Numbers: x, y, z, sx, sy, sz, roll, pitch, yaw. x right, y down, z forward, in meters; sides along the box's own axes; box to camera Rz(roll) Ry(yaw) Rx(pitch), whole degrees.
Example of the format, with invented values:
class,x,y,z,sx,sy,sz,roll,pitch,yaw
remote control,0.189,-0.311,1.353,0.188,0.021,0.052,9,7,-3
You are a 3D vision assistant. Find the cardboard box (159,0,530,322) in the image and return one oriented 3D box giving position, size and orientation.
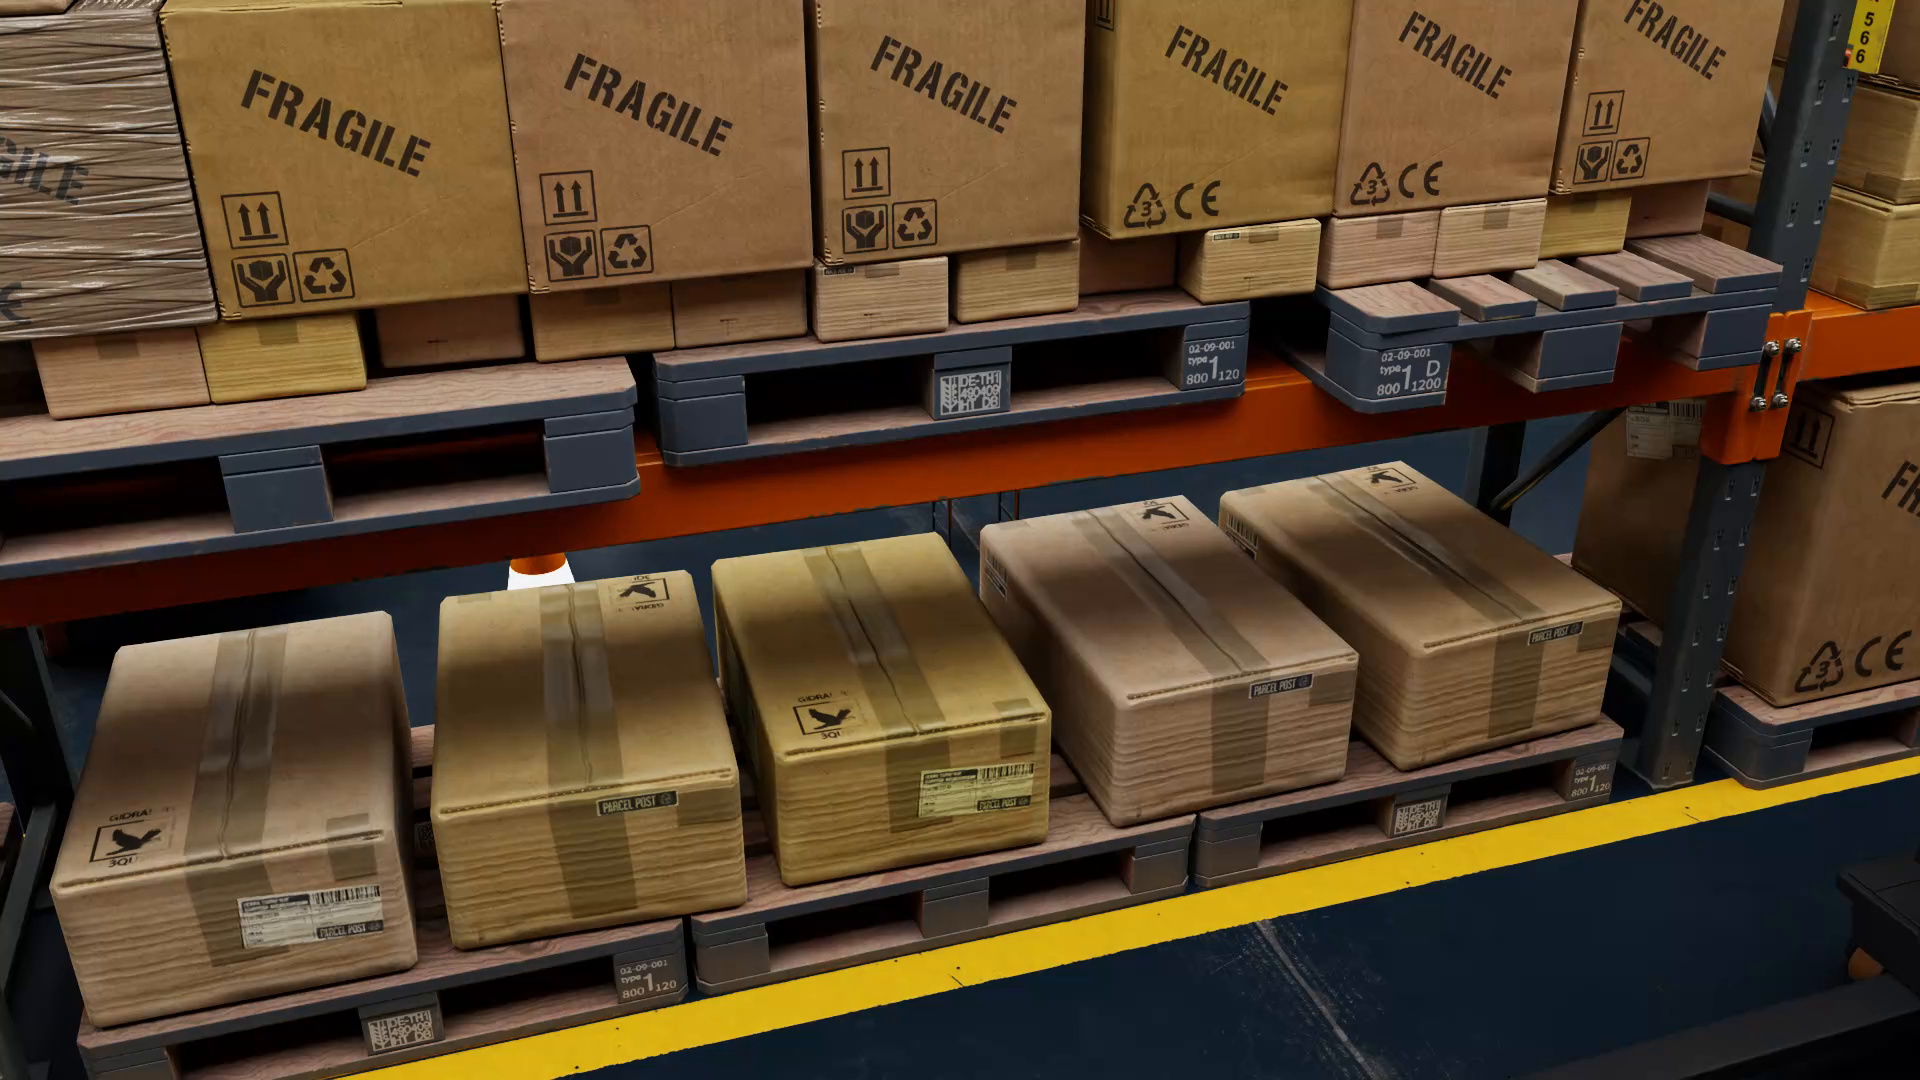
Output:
class,x,y,z,sx,sy,sz,roll,pitch,yaw
cardboard box,-1.053,-0.720,2.909,0.500,0.500,0.500,-8,28,-16

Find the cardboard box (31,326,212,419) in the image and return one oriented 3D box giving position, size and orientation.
class,x,y,z,sx,sy,sz,roll,pitch,yaw
cardboard box,-1.440,-0.360,2.912,0.250,0.149,0.380,-8,27,-15

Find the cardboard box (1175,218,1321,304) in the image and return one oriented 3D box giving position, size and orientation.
class,x,y,z,sx,sy,sz,roll,pitch,yaw
cardboard box,0.543,-0.627,3.451,0.250,0.149,0.380,-8,27,-15

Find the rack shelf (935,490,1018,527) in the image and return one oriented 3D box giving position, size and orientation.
class,x,y,z,sx,sy,sz,roll,pitch,yaw
rack shelf,0.051,-0.219,5.660,0.240,0.259,0.215,-8,28,-16

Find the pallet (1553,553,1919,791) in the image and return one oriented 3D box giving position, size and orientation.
class,x,y,z,sx,sy,sz,roll,pitch,yaw
pallet,2.513,0.280,4.949,1.213,0.211,1.003,-8,28,-16

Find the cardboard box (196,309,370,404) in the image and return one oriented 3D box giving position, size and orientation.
class,x,y,z,sx,sy,sz,roll,pitch,yaw
cardboard box,-1.200,-0.391,2.974,0.250,0.149,0.380,-8,27,-15

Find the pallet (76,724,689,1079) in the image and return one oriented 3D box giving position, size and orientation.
class,x,y,z,sx,sy,sz,roll,pitch,yaw
pallet,-1.324,0.799,3.902,1.213,0.211,1.003,-8,28,-16

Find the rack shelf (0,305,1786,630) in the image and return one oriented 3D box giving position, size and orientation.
class,x,y,z,sx,sy,sz,roll,pitch,yaw
rack shelf,-0.162,-0.295,3.780,4.000,0.370,1.077,-8,28,-16

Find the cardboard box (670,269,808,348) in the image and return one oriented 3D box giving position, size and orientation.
class,x,y,z,sx,sy,sz,roll,pitch,yaw
cardboard box,-0.461,-0.513,3.220,0.250,0.149,0.380,-8,28,-16

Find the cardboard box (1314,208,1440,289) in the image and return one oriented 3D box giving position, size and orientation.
class,x,y,z,sx,sy,sz,roll,pitch,yaw
cardboard box,0.801,-0.671,3.539,0.250,0.149,0.380,-10,28,-19

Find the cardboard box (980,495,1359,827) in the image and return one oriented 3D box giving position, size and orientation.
class,x,y,z,sx,sy,sz,roll,pitch,yaw
cardboard box,0.500,0.275,4.306,0.625,0.372,0.950,-9,28,-17

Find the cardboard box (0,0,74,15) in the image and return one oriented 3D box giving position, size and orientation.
class,x,y,z,sx,sy,sz,roll,pitch,yaw
cardboard box,-1.507,-0.914,2.568,0.250,0.149,0.380,-8,28,-16

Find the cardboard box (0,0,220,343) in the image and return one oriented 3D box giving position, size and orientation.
class,x,y,z,sx,sy,sz,roll,pitch,yaw
cardboard box,-1.529,-0.651,2.769,0.500,0.500,0.500,-8,27,-15

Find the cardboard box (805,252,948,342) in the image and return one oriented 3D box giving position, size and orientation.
class,x,y,z,sx,sy,sz,roll,pitch,yaw
cardboard box,-0.193,-0.528,3.250,0.250,0.149,0.380,-7,27,-14

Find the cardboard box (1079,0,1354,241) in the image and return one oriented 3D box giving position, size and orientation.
class,x,y,z,sx,sy,sz,roll,pitch,yaw
cardboard box,0.426,-0.933,3.336,0.500,0.500,0.500,-10,28,-20

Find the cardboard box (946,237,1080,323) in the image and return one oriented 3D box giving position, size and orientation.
class,x,y,z,sx,sy,sz,roll,pitch,yaw
cardboard box,0.052,-0.577,3.349,0.250,0.149,0.380,-9,28,-18

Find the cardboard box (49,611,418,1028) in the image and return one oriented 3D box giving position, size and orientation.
class,x,y,z,sx,sy,sz,roll,pitch,yaw
cardboard box,-1.566,0.574,3.704,0.625,0.372,0.950,-8,27,-15

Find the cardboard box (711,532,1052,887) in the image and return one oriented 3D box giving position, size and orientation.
class,x,y,z,sx,sy,sz,roll,pitch,yaw
cardboard box,-0.223,0.377,4.100,0.625,0.372,0.950,-7,27,-14

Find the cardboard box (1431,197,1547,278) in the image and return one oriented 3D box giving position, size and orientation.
class,x,y,z,sx,sy,sz,roll,pitch,yaw
cardboard box,1.043,-0.702,3.602,0.250,0.149,0.380,-8,28,-17

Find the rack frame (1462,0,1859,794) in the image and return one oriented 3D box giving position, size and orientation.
class,x,y,z,sx,sy,sz,roll,pitch,yaw
rack frame,1.740,-0.893,4.175,0.127,3.000,1.000,-8,28,-16

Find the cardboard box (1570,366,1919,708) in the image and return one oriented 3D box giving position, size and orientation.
class,x,y,z,sx,sy,sz,roll,pitch,yaw
cardboard box,2.422,-0.189,4.675,0.875,0.875,0.875,-8,28,-17

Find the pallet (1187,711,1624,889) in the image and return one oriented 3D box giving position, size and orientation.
class,x,y,z,sx,sy,sz,roll,pitch,yaw
pallet,0.996,0.463,4.579,1.213,0.211,1.003,-8,28,-16

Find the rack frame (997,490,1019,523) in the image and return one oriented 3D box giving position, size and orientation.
class,x,y,z,sx,sy,sz,roll,pitch,yaw
rack frame,0.167,-0.494,5.565,0.008,1.050,0.200,-8,28,-16

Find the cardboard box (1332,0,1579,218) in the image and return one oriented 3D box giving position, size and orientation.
class,x,y,z,sx,sy,sz,roll,pitch,yaw
cardboard box,0.905,-1.003,3.477,0.500,0.500,0.500,-9,28,-17

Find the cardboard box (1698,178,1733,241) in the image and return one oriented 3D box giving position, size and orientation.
class,x,y,z,sx,sy,sz,roll,pitch,yaw
cardboard box,2.140,-1.005,4.569,0.500,0.250,0.500,-9,28,-18

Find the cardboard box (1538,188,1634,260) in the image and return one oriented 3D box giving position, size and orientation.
class,x,y,z,sx,sy,sz,roll,pitch,yaw
cardboard box,1.268,-0.756,3.710,0.250,0.149,0.380,-8,27,-15

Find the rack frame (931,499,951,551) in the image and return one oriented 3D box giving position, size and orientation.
class,x,y,z,sx,sy,sz,roll,pitch,yaw
rack frame,-0.065,-0.461,5.498,0.008,1.050,0.200,-8,28,-16

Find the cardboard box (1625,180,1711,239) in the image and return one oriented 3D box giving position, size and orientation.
class,x,y,z,sx,sy,sz,roll,pitch,yaw
cardboard box,1.501,-0.824,3.846,0.250,0.149,0.380,-7,27,-14

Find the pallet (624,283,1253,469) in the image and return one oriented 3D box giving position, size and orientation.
class,x,y,z,sx,sy,sz,roll,pitch,yaw
pallet,-0.130,-0.517,3.633,1.213,0.211,1.003,-8,28,-16

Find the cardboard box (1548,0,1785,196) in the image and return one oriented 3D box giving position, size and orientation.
class,x,y,z,sx,sy,sz,roll,pitch,yaw
cardboard box,1.393,-1.079,3.630,0.500,0.500,0.500,-9,28,-18

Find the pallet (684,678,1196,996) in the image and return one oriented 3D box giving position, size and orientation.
class,x,y,z,sx,sy,sz,roll,pitch,yaw
pallet,-0.162,0.630,4.244,1.213,0.211,1.003,-8,28,-16

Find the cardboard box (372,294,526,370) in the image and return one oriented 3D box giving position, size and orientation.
class,x,y,z,sx,sy,sz,roll,pitch,yaw
cardboard box,-0.954,-0.462,3.117,0.250,0.149,0.380,-6,27,-13

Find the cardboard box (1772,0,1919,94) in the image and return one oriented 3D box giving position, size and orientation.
class,x,y,z,sx,sy,sz,roll,pitch,yaw
cardboard box,2.284,-1.350,3.859,0.500,0.500,0.500,-9,28,-18

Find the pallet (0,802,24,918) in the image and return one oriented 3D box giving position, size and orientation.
class,x,y,z,sx,sy,sz,roll,pitch,yaw
pallet,-2.691,1.015,3.469,1.213,0.211,1.003,-8,28,-16

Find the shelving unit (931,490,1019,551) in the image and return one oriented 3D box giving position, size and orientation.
class,x,y,z,sx,sy,sz,roll,pitch,yaw
shelving unit,0.051,-0.478,5.531,0.252,1.050,0.215,-8,28,-16

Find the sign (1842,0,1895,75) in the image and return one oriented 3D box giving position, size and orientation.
class,x,y,z,sx,sy,sz,roll,pitch,yaw
sign,1.917,-1.148,3.475,0.005,0.325,0.100,-8,28,-16

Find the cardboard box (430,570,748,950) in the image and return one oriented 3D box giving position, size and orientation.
class,x,y,z,sx,sy,sz,roll,pitch,yaw
cardboard box,-0.883,0.473,3.906,0.625,0.372,0.950,-7,27,-13

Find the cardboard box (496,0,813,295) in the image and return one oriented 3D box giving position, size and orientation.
class,x,y,z,sx,sy,sz,roll,pitch,yaw
cardboard box,-0.579,-0.783,3.034,0.500,0.500,0.500,-8,28,-16

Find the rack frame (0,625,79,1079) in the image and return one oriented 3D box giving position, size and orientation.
class,x,y,z,sx,sy,sz,roll,pitch,yaw
rack frame,-2.064,-0.342,3.065,0.127,3.000,1.000,-8,28,-16

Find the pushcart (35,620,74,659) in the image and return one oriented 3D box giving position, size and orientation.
class,x,y,z,sx,sy,sz,roll,pitch,yaw
pushcart,-2.817,-0.124,5.576,0.936,0.377,1.648,-19,32,-33

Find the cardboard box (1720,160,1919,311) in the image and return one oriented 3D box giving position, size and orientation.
class,x,y,z,sx,sy,sz,roll,pitch,yaw
cardboard box,2.283,-0.786,4.130,0.500,0.250,0.500,-9,28,-17

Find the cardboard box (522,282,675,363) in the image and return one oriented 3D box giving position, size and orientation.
class,x,y,z,sx,sy,sz,roll,pitch,yaw
cardboard box,-0.697,-0.480,3.153,0.250,0.149,0.380,-8,27,-15

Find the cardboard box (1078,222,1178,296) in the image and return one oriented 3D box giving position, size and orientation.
class,x,y,z,sx,sy,sz,roll,pitch,yaw
cardboard box,0.265,-0.646,3.488,0.250,0.149,0.380,-8,28,-16

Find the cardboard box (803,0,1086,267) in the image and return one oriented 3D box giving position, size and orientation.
class,x,y,z,sx,sy,sz,roll,pitch,yaw
cardboard box,-0.094,-0.858,3.186,0.500,0.500,0.500,-9,28,-18

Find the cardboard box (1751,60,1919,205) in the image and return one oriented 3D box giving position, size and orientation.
class,x,y,z,sx,sy,sz,roll,pitch,yaw
cardboard box,2.298,-1.015,4.027,0.500,0.250,0.500,-8,28,-16

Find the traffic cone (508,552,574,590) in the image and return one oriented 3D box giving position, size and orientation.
class,x,y,z,sx,sy,sz,roll,pitch,yaw
traffic cone,-1.318,0.032,5.166,0.334,0.463,0.336,-8,28,-16

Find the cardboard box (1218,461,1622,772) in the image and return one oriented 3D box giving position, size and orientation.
class,x,y,z,sx,sy,sz,roll,pitch,yaw
cardboard box,1.199,0.170,4.517,0.625,0.372,0.950,-10,28,-20

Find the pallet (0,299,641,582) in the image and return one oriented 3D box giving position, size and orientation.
class,x,y,z,sx,sy,sz,roll,pitch,yaw
pallet,-1.292,-0.300,3.196,1.213,0.211,1.003,-8,28,-16

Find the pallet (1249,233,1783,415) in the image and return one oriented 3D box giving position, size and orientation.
class,x,y,z,sx,sy,sz,roll,pitch,yaw
pallet,1.095,-0.664,3.929,1.003,0.211,1.213,-8,28,-16

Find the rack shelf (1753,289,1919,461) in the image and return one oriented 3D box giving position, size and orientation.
class,x,y,z,sx,sy,sz,roll,pitch,yaw
rack shelf,3.641,-0.846,4.889,4.000,0.370,1.077,-8,28,-16
